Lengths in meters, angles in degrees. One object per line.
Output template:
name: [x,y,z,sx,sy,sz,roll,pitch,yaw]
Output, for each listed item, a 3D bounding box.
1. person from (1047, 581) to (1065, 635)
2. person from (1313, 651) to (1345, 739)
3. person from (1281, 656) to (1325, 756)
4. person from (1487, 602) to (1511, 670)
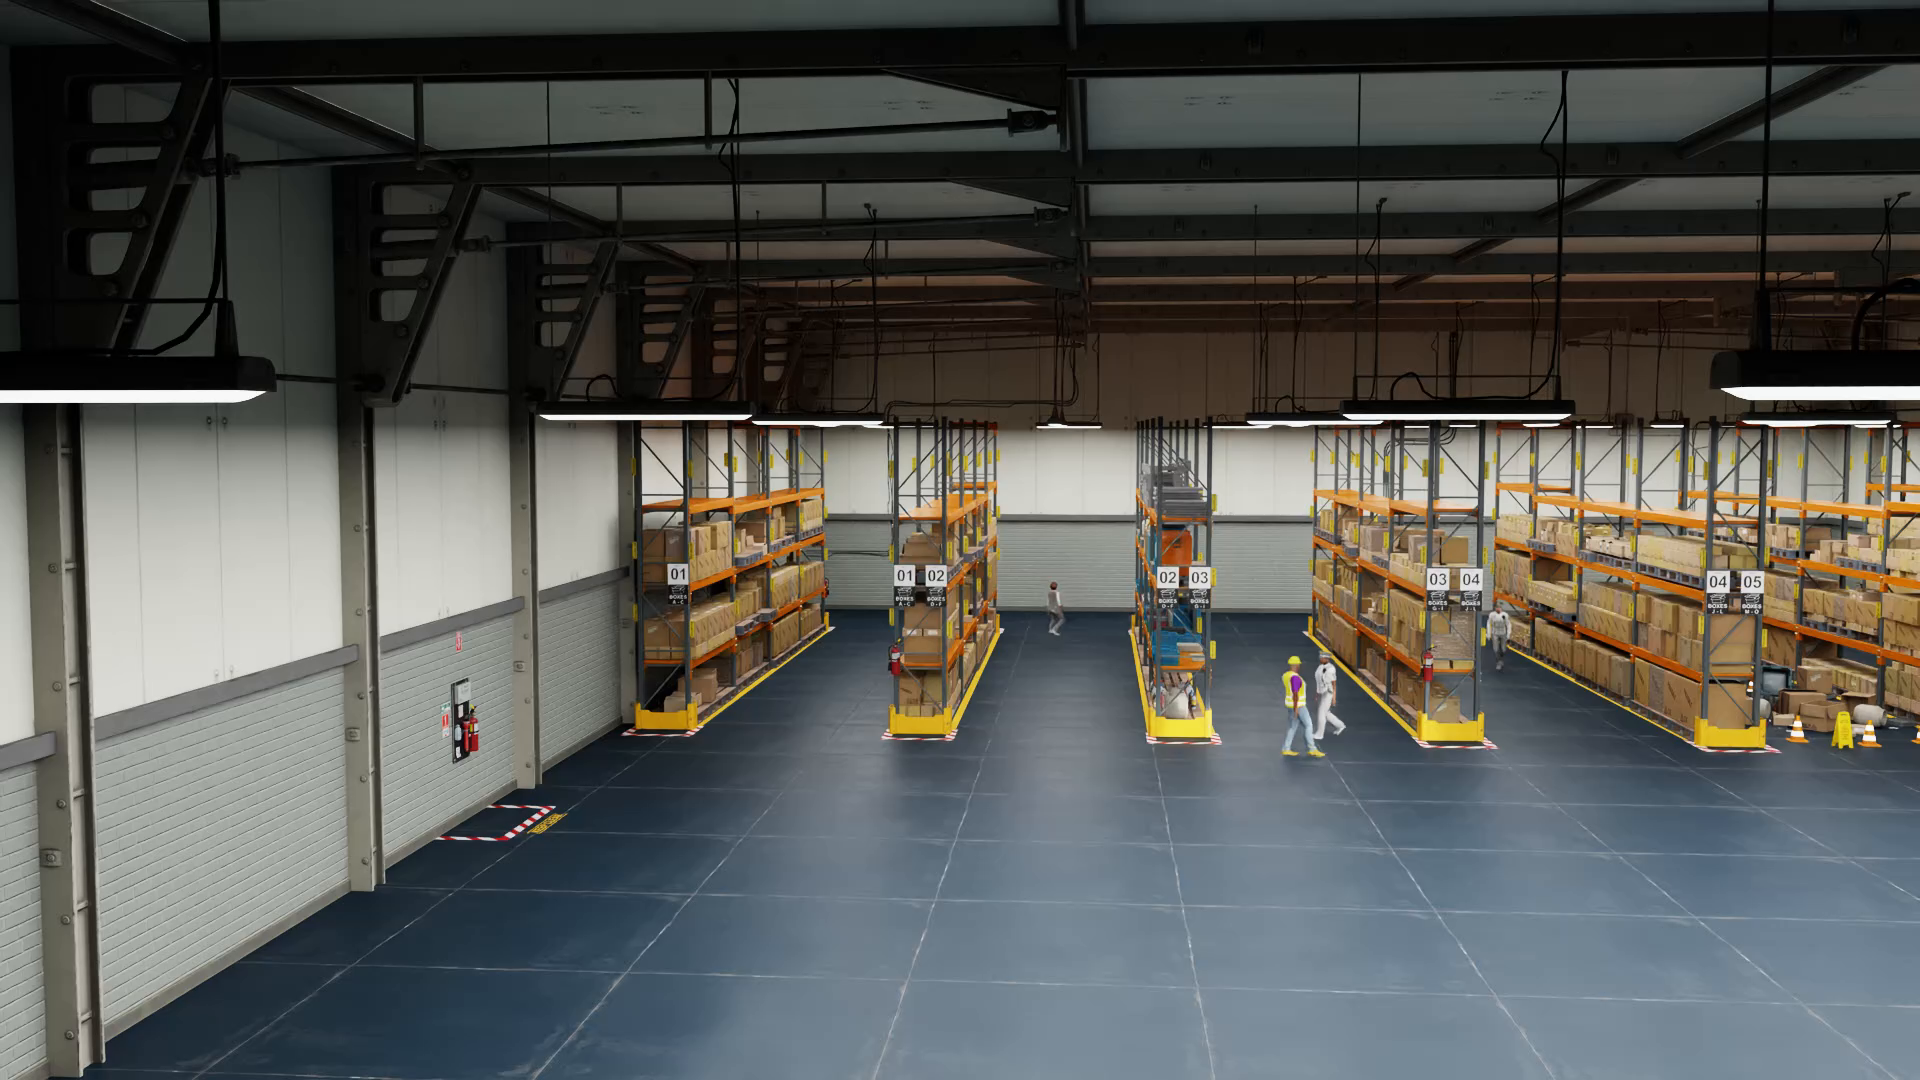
person: [2.552,1.840,44.914,0.475,1.452,0.468,3,5,35]
person: [6.860,2.875,31.027,0.841,1.644,0.481,-1,4,-17]
person: [6.034,2.931,29.353,0.728,1.773,0.586,-1,4,-13]
person: [13.015,2.285,40.141,0.550,1.654,0.582,1,4,17]
